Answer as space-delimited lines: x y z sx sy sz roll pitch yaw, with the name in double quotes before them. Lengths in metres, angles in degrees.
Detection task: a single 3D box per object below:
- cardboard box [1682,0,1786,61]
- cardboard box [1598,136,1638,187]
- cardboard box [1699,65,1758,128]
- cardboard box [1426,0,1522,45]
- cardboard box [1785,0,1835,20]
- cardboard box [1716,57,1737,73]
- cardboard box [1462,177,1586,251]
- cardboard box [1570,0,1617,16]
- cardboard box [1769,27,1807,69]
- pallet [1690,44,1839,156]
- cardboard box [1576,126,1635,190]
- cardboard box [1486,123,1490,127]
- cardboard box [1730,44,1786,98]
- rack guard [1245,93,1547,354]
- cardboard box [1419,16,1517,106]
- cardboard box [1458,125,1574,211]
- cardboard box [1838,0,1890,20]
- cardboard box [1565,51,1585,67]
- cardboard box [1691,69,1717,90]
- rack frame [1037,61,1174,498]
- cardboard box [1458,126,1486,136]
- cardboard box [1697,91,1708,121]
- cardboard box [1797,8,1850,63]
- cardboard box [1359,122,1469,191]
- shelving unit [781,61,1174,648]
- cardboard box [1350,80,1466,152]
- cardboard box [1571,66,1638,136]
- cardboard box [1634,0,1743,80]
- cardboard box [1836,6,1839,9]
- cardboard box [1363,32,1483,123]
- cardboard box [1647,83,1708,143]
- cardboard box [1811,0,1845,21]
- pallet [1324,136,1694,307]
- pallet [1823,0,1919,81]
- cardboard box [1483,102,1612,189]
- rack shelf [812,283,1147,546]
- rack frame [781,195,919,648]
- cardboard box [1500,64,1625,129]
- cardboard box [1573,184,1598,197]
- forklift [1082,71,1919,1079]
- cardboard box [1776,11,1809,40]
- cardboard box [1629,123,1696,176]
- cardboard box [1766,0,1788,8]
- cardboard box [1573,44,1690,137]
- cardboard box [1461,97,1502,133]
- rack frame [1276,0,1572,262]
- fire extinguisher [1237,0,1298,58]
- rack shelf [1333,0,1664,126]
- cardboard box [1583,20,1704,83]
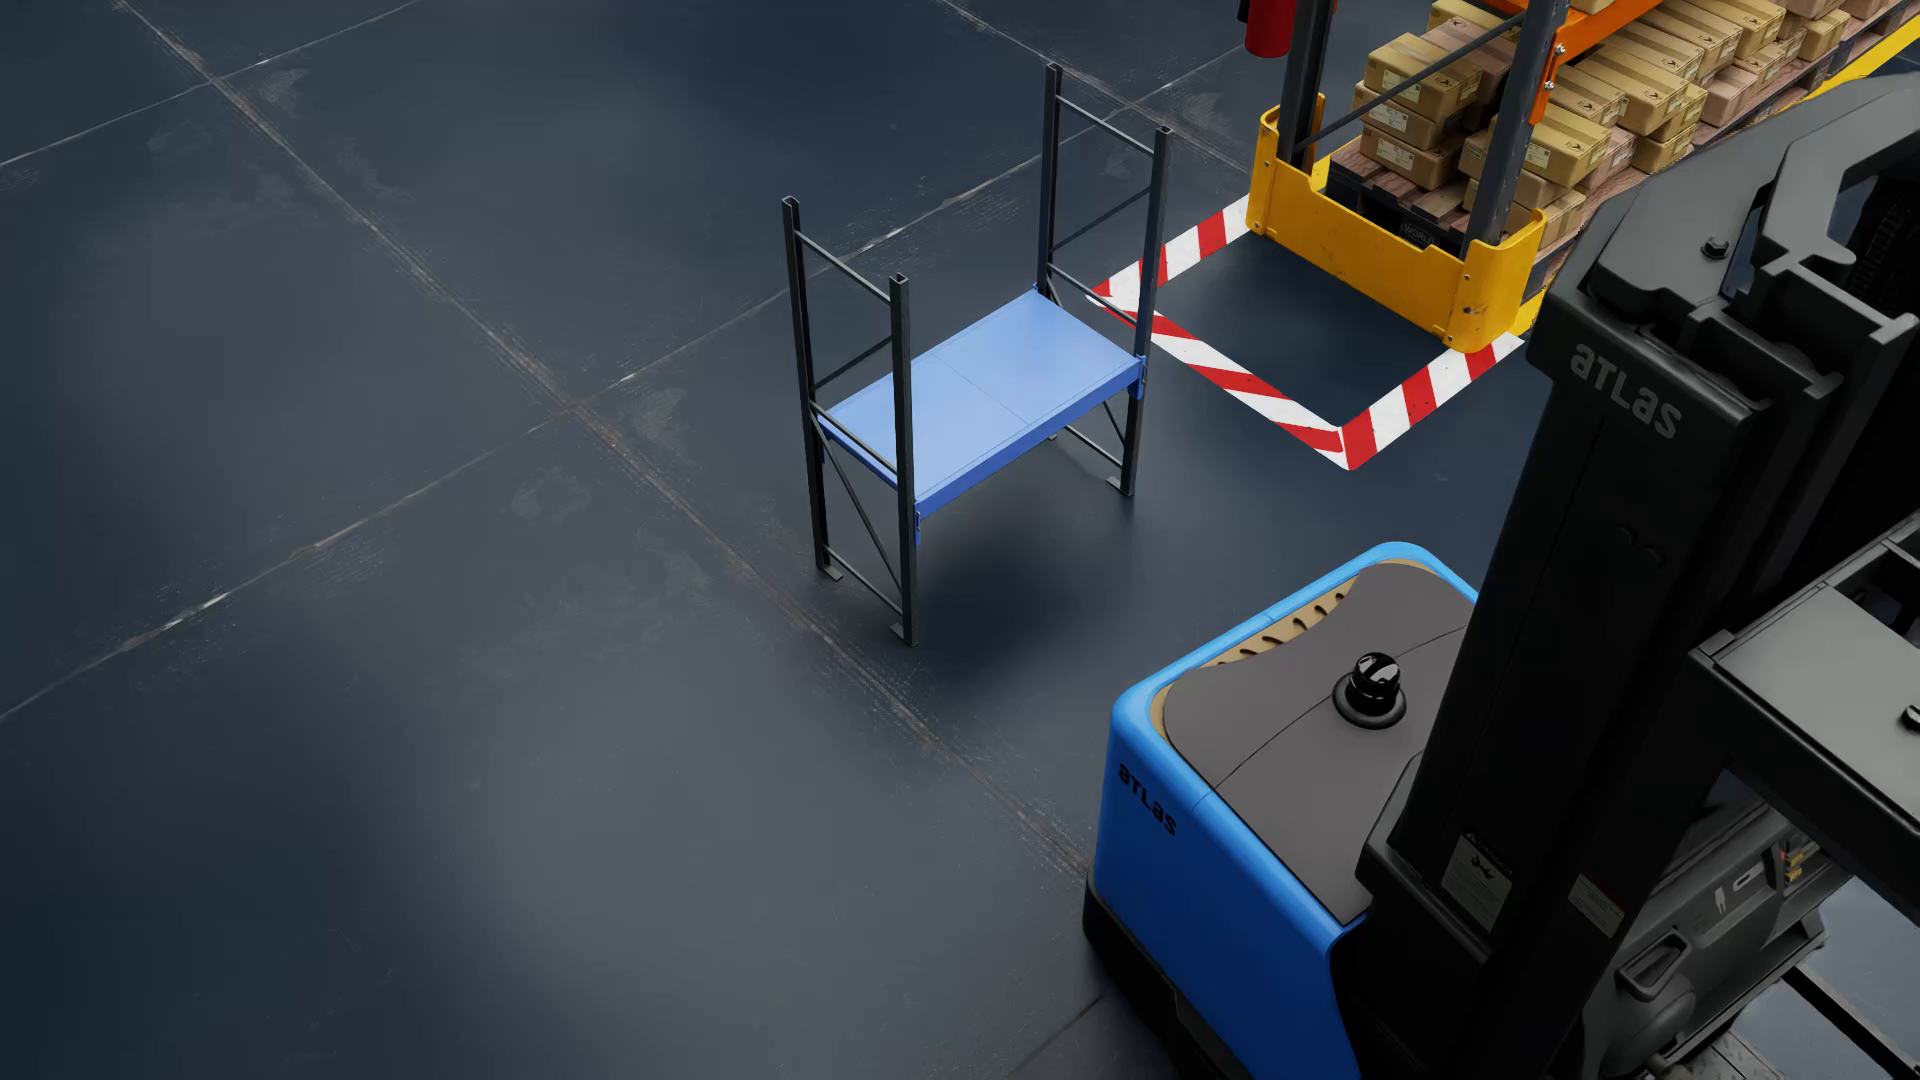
"cardboard box" 3.210 -2.193 6.982 0.250 0.149 0.380 -33 55 -27
"cardboard box" 2.554 -1.641 6.877 0.250 0.149 0.380 -33 55 -27
"cardboard box" 3.184 -1.962 7.173 0.380 0.149 0.250 36 57 29
"cardboard box" 2.185 -2.147 6.939 0.250 0.149 0.380 -35 56 -28
"cardboard box" 3.589 -2.433 7.203 0.250 0.149 0.380 -36 57 -28
"cardboard box" 3.124 -2.157 7.151 0.250 0.149 0.380 -31 54 -25
"cardboard box" 2.236 -1.341 6.600 0.250 0.149 0.380 -33 55 -26
"cardboard box" 2.094 -1.977 5.704 0.250 0.149 0.380 -34 56 -27
"cardboard box" 3.528 -2.250 7.439 0.250 0.149 0.380 -33 55 -27
"pallet" 3.217 -2.154 7.594 1.213 0.211 1.003 -34 56 -27
"cardboard box" 2.434 -1.581 6.619 0.250 0.149 0.380 -34 56 -27
"cardboard box" 2.258 -1.895 7.112 0.250 0.149 0.380 -34 56 -27
"cardboard box" 3.372 -2.113 7.312 0.250 0.149 0.380 -34 56 -27
"rack guard" 1.690 -1.270 6.581 0.348 0.500 1.175 -34 56 -27
"cardboard box" 2.079 -1.950 6.757 0.250 0.149 0.380 -33 55 -26
"cardboard box" 2.194 -1.476 6.522 0.250 0.149 0.380 -32 55 -26
"cardboard box" 4.131 -2.605 7.767 0.250 0.149 0.380 -36 57 -28
"cardboard box" 2.483 -2.107 7.105 0.250 0.149 0.380 -34 56 -28
"cardboard box" 2.951 -2.000 7.006 0.380 0.149 0.250 36 57 29
"rack frame" 0.439 -0.802 5.470 0.032 1.500 0.500 -34 56 -27
"cardboard box" 2.005 -1.811 7.034 0.250 0.149 0.380 -32 55 -26
"cardboard box" 2.942 -1.886 7.103 0.250 0.149 0.380 -34 56 -27
"cardboard box" 3.766 -2.342 7.524 0.250 0.149 0.380 -34 56 -27
"cardboard box" 1.883 -1.629 6.866 0.250 0.149 0.380 -33 55 -27
"shelving unit" 0.063 -0.551 5.238 1.048 1.500 0.538 -34 56 -27
"cardboard box" 1.832 -1.773 6.796 0.250 0.149 0.380 -35 56 -28
"cardboard box" 2.556 -1.750 6.775 0.250 0.149 0.380 -33 55 -27
"cardboard box" 2.985 -2.088 6.885 0.250 0.149 0.380 -32 55 -26
"cardboard box" 3.855 -2.541 7.708 0.250 0.149 0.380 -35 56 -28
"cardboard box" 1.855 -1.857 6.672 0.250 0.149 0.380 -33 55 -27
"cardboard box" 2.819 -1.818 6.838 0.250 0.149 0.380 -32 55 -26
"cardboard box" 3.769 -2.516 7.482 0.250 0.149 0.380 -32 55 -26
"pallet" 2.315 -1.554 7.041 1.213 0.211 1.003 -34 56 -27
"pallet" 4.120 -2.761 8.154 1.213 0.211 1.003 -34 56 -27
"cardboard box" 2.250 -1.532 6.371 0.250 0.149 0.380 -36 57 -29
"rack shelf" 0.063 -0.429 5.370 1.000 0.185 0.538 -34 56 -27
"rack frame" -0.313 -0.299 5.006 0.032 1.500 0.500 -34 56 -27
"cardboard box" 2.373 -1.733 6.558 0.250 0.149 0.380 -33 55 -27
"cardboard box" 2.375 -1.514 6.760 0.250 0.149 0.380 -34 56 -27
"forklift" 1.593 0.807 3.011 1.130 2.935 3.031 -27 53 -23
"cardboard box" 3.557 -2.394 7.370 0.380 0.149 0.250 36 57 29
"cardboard box" 2.817 -1.708 6.939 0.250 0.149 0.380 -33 55 -27
"cardboard box" 3.332 -2.369 7.144 0.250 0.149 0.380 -34 56 -27
"cardboard box" 2.645 -1.788 6.608 0.250 0.149 0.380 -34 56 -27
"cardboard box" 2.062 -1.873 6.888 0.250 0.149 0.380 -35 56 -28
"rack frame" 1.633 -2.080 5.628 0.127 3.000 1.000 -34 56 -27
"fire extinguisher" 1.137 -2.054 5.910 0.183 0.674 0.296 -34 56 -27
"rack shelf" 3.113 -2.825 6.805 4.000 0.370 1.077 -34 56 -27
"cardboard box" 2.773 -1.956 6.763 0.380 0.149 0.250 36 57 29
